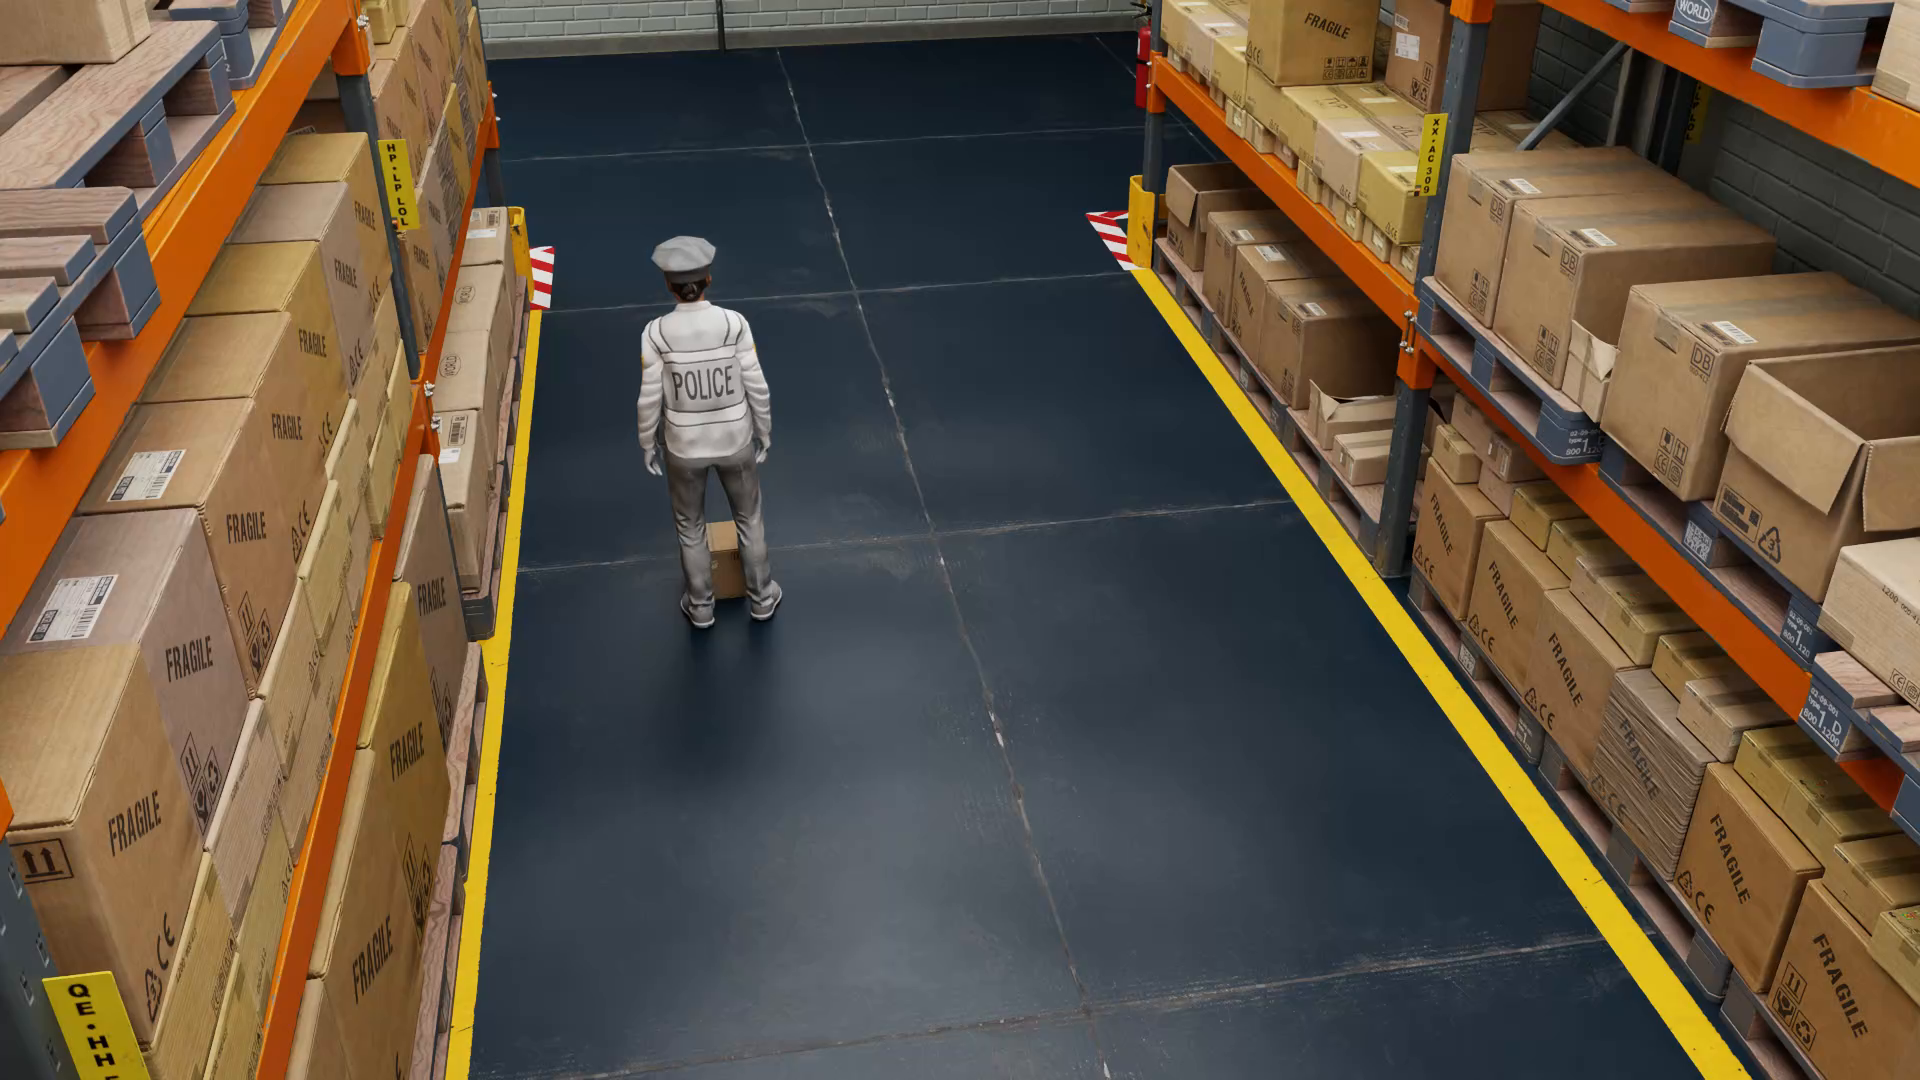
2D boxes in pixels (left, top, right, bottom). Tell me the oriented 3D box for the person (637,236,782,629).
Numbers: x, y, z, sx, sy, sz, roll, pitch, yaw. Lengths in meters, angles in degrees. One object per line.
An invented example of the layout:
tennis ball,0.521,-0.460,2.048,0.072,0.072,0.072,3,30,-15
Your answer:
person,-1.032,-0.395,6.789,0.543,1.664,0.374,-7,32,-11
